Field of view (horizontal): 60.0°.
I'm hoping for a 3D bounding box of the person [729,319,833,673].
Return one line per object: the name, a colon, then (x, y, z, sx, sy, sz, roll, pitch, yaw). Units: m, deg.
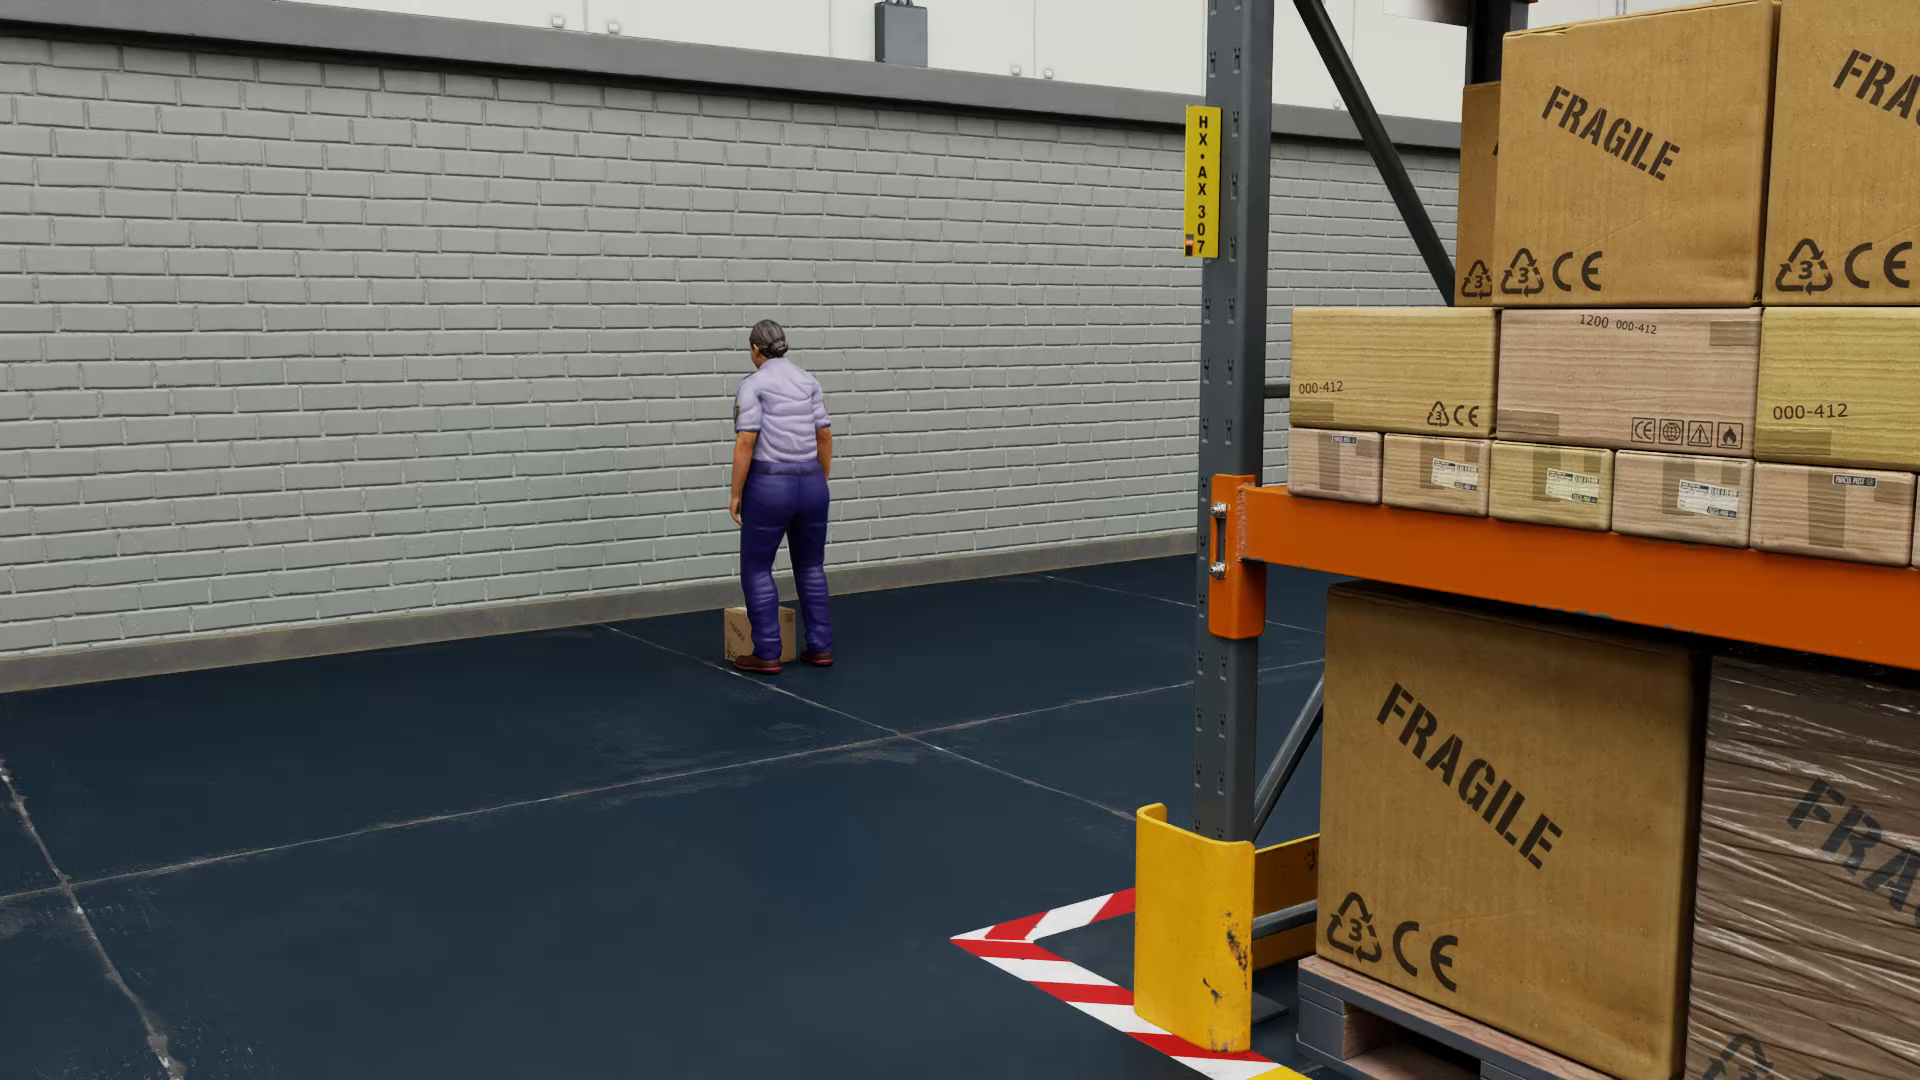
person: (-0.832, -0.201, 7.832, 0.547, 1.639, 0.367, -6, 10, -37)
